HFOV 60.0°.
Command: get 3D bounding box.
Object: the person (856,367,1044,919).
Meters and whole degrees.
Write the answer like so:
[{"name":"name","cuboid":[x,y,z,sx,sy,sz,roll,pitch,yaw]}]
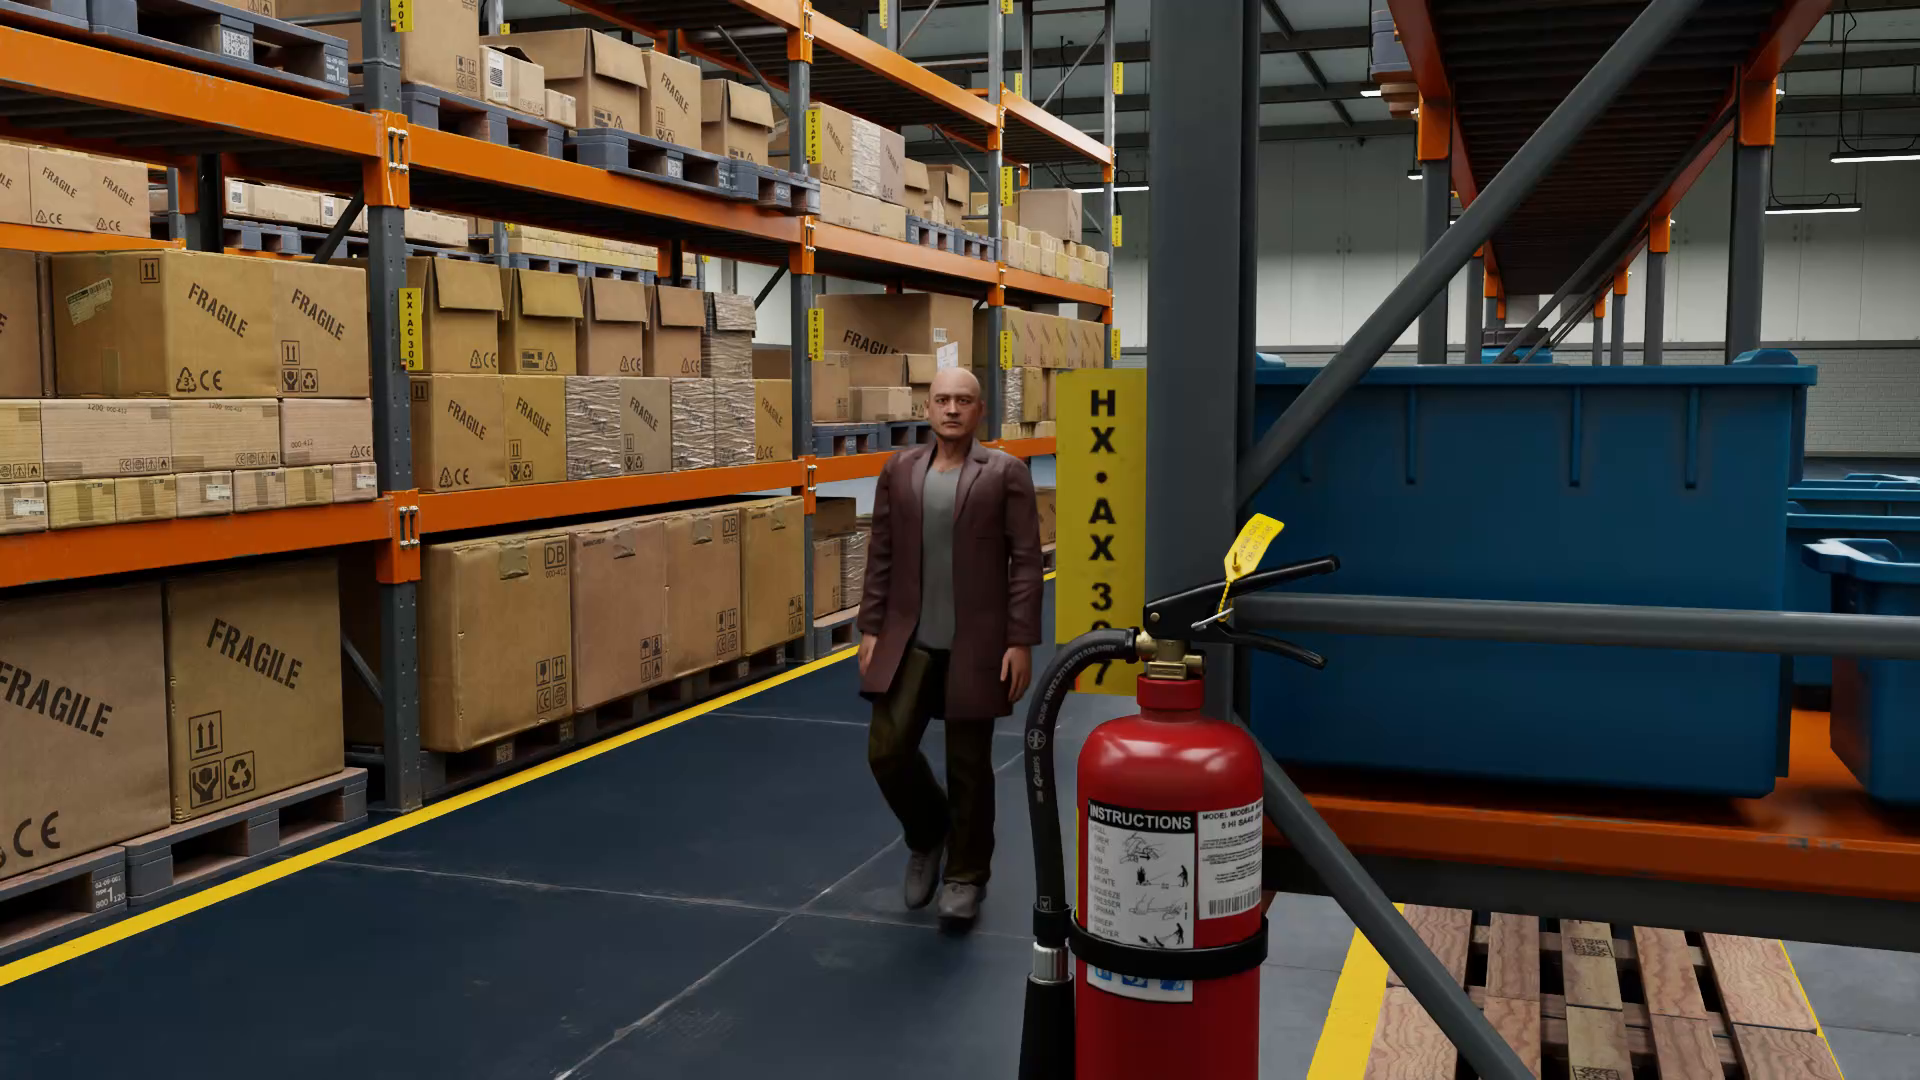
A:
[{"name":"person","cuboid":[-0.051,0.341,5.364,0.649,1.791,0.510,1,5,15]}]
